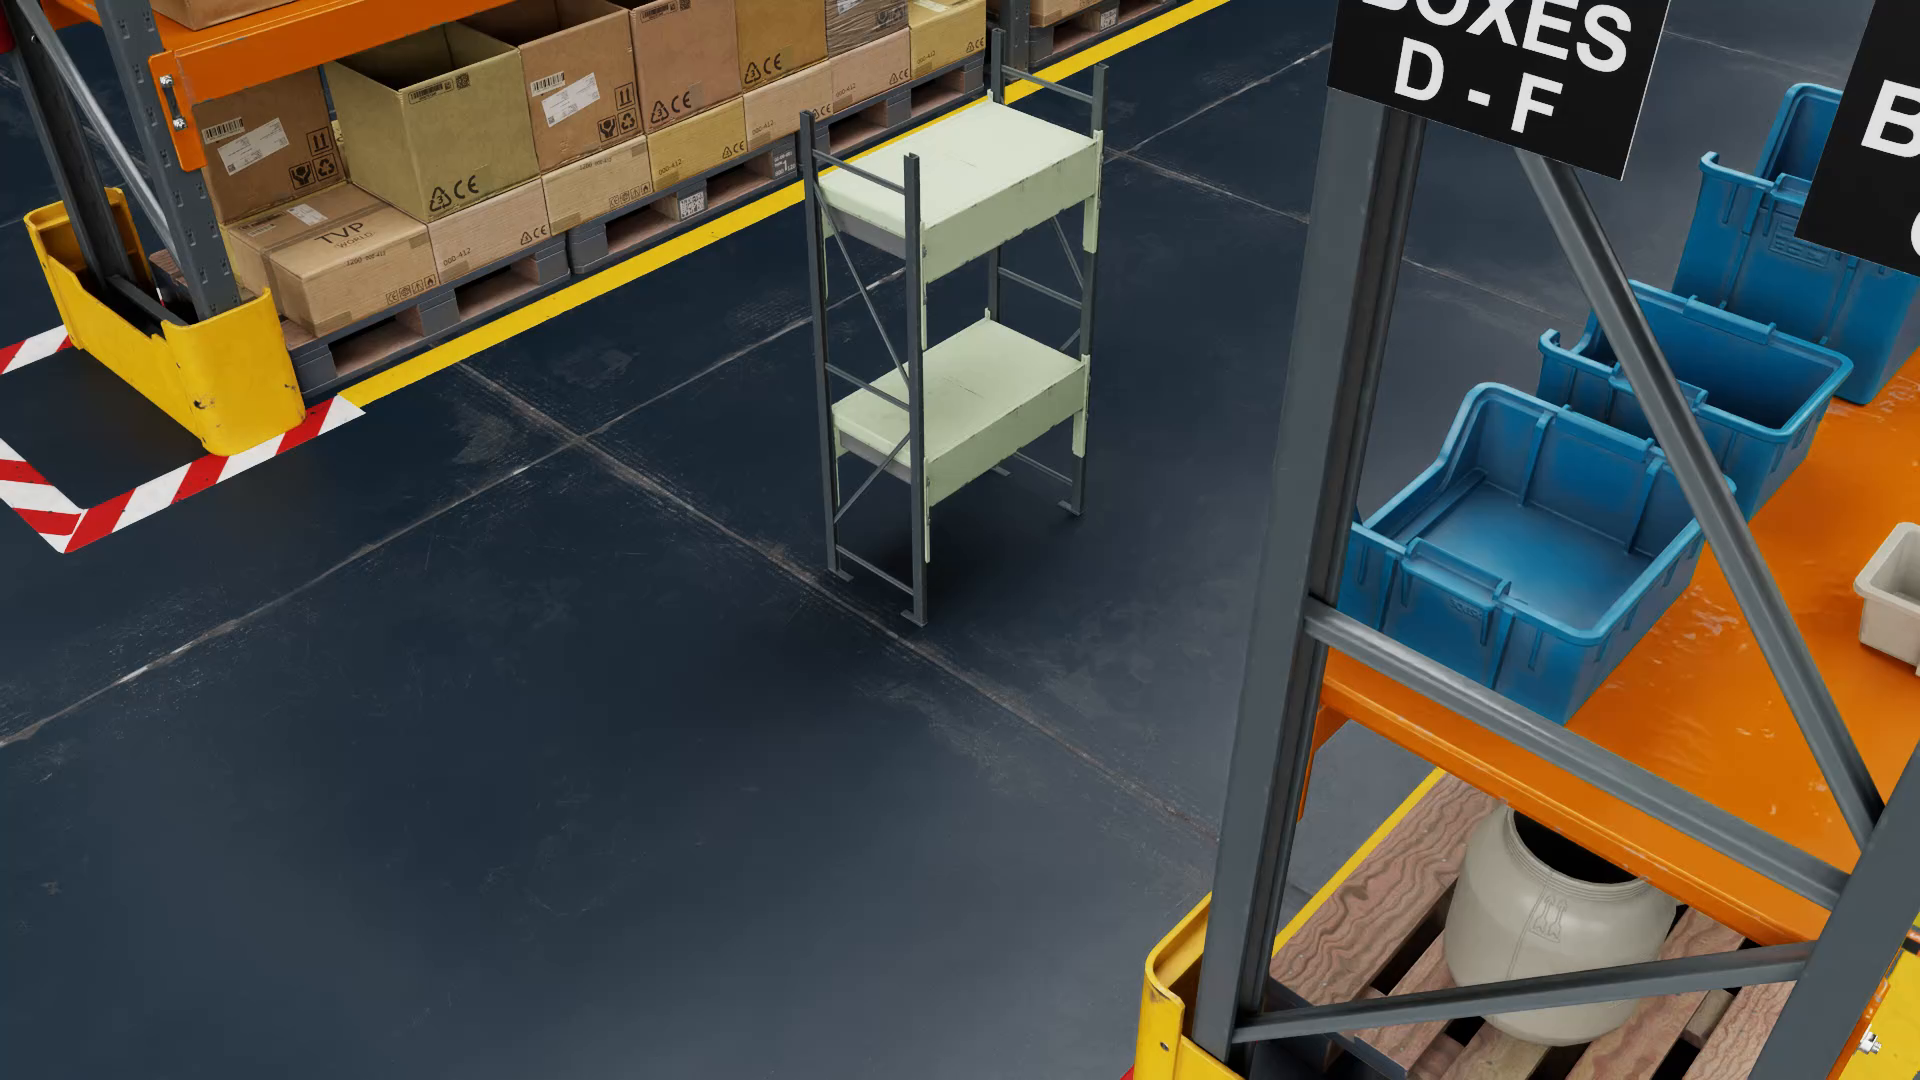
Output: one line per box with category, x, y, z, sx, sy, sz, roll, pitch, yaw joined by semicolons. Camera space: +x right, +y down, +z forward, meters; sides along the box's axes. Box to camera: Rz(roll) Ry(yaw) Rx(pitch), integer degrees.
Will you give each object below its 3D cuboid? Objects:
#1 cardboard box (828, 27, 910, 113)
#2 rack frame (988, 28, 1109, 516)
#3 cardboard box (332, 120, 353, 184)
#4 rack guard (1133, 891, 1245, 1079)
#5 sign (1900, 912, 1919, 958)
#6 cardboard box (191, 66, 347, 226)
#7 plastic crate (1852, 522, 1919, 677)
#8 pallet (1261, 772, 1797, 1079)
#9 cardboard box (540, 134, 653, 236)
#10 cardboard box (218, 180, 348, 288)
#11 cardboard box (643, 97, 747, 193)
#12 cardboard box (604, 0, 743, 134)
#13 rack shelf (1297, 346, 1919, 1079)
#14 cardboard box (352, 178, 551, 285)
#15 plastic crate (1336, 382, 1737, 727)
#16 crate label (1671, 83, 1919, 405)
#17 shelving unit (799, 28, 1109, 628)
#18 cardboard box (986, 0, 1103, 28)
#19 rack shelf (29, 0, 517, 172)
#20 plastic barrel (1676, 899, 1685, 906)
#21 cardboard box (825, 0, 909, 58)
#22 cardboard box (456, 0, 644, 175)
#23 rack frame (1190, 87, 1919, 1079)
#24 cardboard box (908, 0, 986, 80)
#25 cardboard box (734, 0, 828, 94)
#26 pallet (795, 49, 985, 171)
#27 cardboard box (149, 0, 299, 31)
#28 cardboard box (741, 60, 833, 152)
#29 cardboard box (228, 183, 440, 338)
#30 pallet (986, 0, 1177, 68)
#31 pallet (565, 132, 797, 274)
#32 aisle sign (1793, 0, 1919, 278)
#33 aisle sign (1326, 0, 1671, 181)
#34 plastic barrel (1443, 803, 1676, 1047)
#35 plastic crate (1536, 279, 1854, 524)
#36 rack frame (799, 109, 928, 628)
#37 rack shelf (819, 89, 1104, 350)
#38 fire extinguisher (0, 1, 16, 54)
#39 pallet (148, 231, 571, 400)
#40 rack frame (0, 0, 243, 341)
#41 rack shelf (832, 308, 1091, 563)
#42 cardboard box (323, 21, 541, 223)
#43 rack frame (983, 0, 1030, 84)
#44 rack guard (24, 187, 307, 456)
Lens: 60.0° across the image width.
cardboard box;-0.573;-2.169;7.440;0.500;0.250;0.500;30;47;32
rack frame;0.242;-0.752;4.991;0.400;1.500;0.023;30;47;32
cardboard box;-2.303;-1.467;6.557;0.500;0.250;0.500;30;47;32
rack guard;0.895;1.231;3.300;1.175;0.500;0.348;30;47;32
sign;1.281;0.432;2.074;0.100;0.325;0.005;30;47;32
cardboard box;-2.633;-1.527;6.030;0.500;0.500;0.500;30;47;32
plastic crate;1.720;0.135;2.882;0.298;0.136;0.250;30;47;32
pallet;1.447;0.973;3.856;1.003;0.211;1.213;30;47;32
cardboard box;-1.577;-1.476;6.568;0.500;0.250;0.500;30;47;32
cardboard box;-2.632;-1.233;6.262;0.500;0.250;0.500;30;47;32
cardboard box;-1.236;-1.704;6.854;0.500;0.250;0.500;30;47;32
cardboard box;-1.236;-1.997;6.620;0.500;0.500;0.500;30;47;32
rack shelf;2.228;-0.330;3.833;1.077;0.370;4.000;30;47;32
cardboard box;-1.915;-1.246;6.279;0.500;0.250;0.500;30;47;32
plastic crate;0.995;0.010;2.947;0.499;0.251;0.616;30;47;32
crate label;1.920;-0.665;3.648;0.502;0.435;0.616;30;47;32
shelving unit;-0.004;-0.584;4.779;0.431;1.500;0.755;30;47;32
cardboard box;0.378;-2.781;8.209;0.500;0.250;0.500;28;47;31
rack shelf;-1.426;-2.411;6.450;1.077;0.370;4.000;30;47;32
plastic barrel;1.604;0.552;3.807;0.421;0.512;0.421;0;38;0
cardboard box;-0.574;-2.464;7.208;0.500;0.500;0.500;30;47;32
cardboard box;-1.586;-1.774;6.341;0.500;0.500;0.500;30;47;32
rack frame;0.881;0.309;2.451;0.949;2.616;0.053;30;47;32
cardboard box;-0.228;-2.395;7.724;0.500;0.250;0.500;30;47;32
cardboard box;-0.909;-2.232;6.917;0.500;0.500;0.500;30;47;32
pallet;-0.644;-2.173;7.812;1.003;0.211;1.213;30;47;32
cardboard box;-2.451;-2.022;5.303;0.700;0.500;0.500;30;47;32
cardboard box;-0.899;-1.934;7.143;0.500;0.250;0.500;30;47;32
cardboard box;-2.249;-1.015;5.988;0.500;0.250;0.500;30;47;32
pallet;0.391;-2.875;8.696;1.003;0.211;1.213;30;47;32
pallet;-1.467;-1.609;7.104;1.003;0.211;1.213;30;47;32
aisle sign;1.046;-0.554;1.448;0.394;0.787;0.004;30;47;32
aisle sign;0.611;-0.802;1.759;0.394;0.787;0.004;30;47;32
plastic barrel;1.266;0.782;3.517;0.421;0.512;0.421;0;38;0
plastic crate;1.437;-0.286;3.319;0.499;0.251;0.408;30;47;32
rack frame;-0.251;-0.416;4.568;0.400;1.500;0.023;30;47;32
rack shelf;-0.004;-0.889;4.536;0.431;0.370;0.720;30;47;32
fire extinguisher;-3.198;-1.885;5.272;0.296;0.674;0.183;30;47;32
pallet;-2.290;-1.052;6.403;1.003;0.211;1.213;30;47;32
rack frame;-2.775;-1.774;5.071;1.000;3.000;0.127;30;47;32
rack shelf;-0.005;-0.329;4.982;0.431;0.370;0.720;30;47;32
cardboard box;-1.914;-1.539;6.045;0.500;0.500;0.500;30;47;32
rack frame;-0.077;-3.612;7.382;1.000;3.000;0.127;30;47;32
rack guard;-2.792;-0.785;5.835;1.175;0.500;0.348;30;47;32
